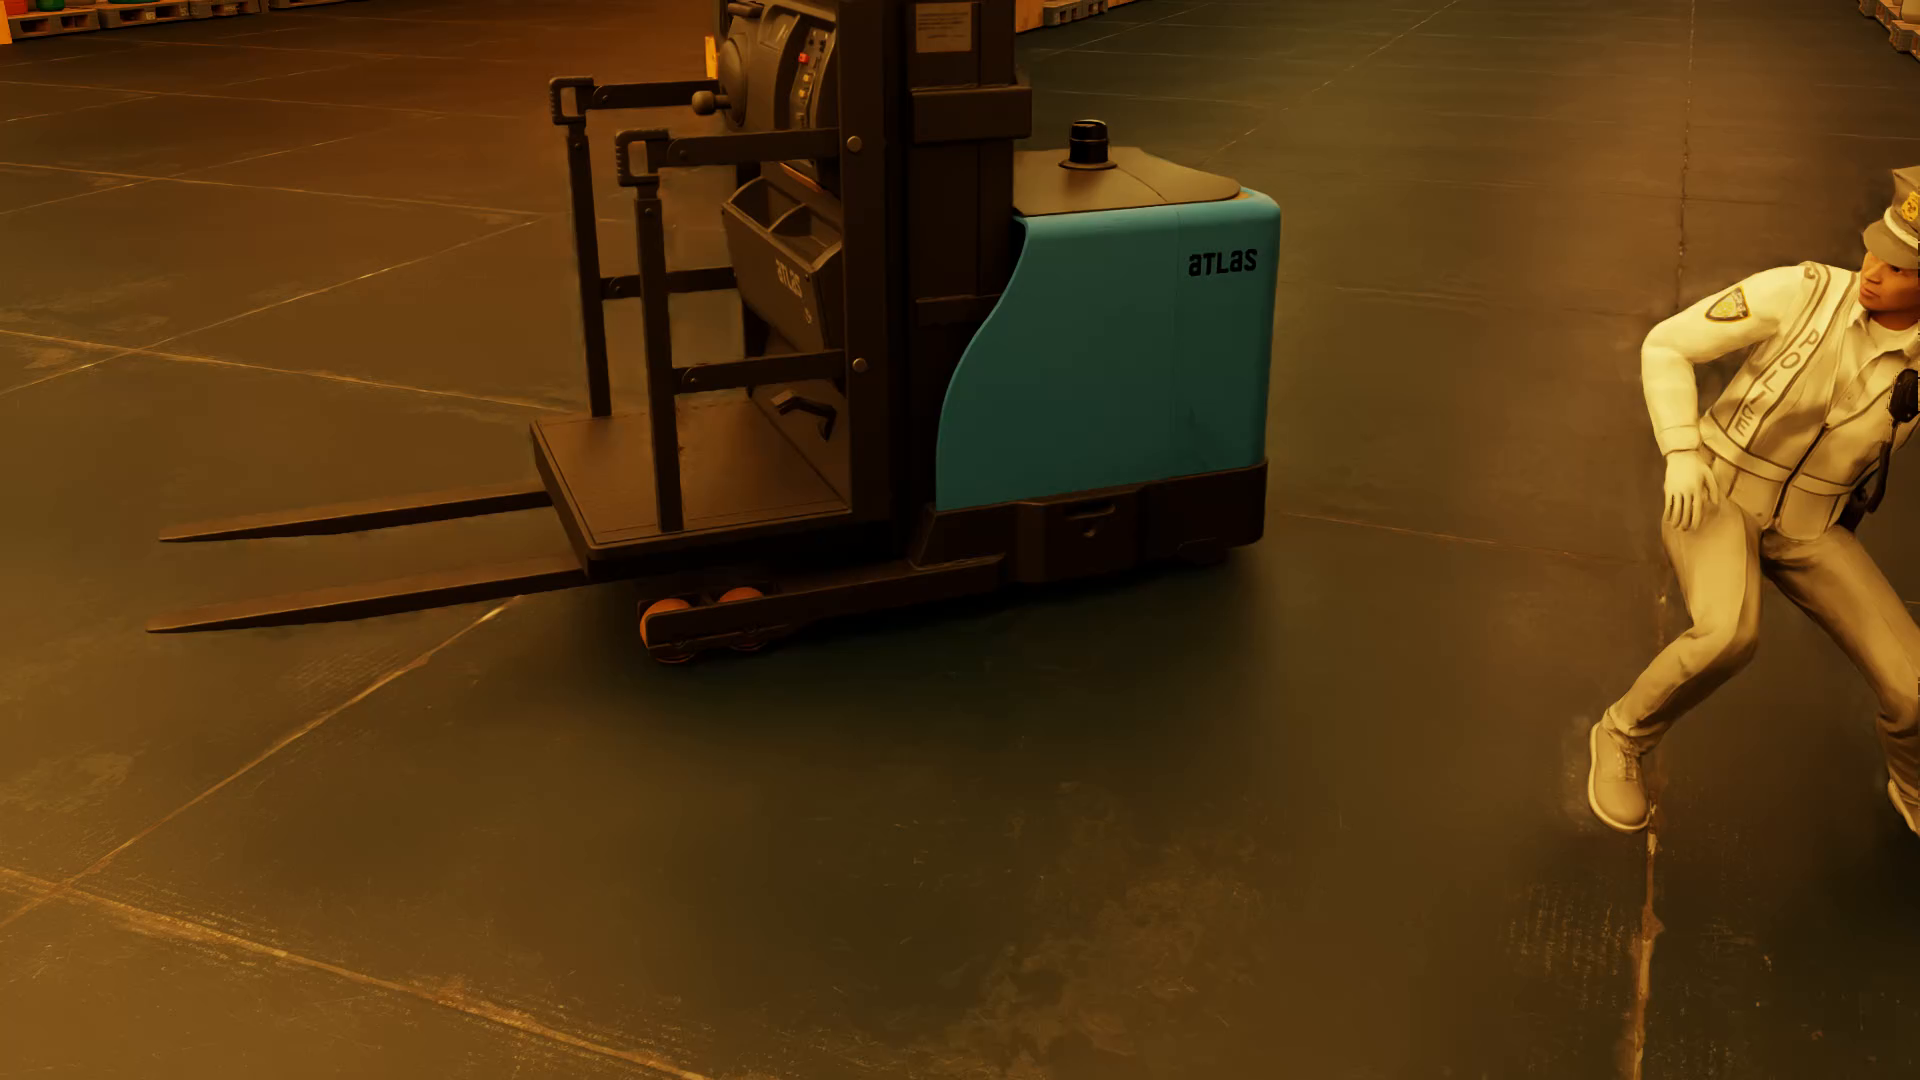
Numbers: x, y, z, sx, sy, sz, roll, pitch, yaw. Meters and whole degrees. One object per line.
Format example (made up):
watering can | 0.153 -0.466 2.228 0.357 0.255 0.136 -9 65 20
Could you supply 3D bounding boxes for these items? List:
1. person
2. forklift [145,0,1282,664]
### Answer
person | 1.751 -0.004 3.324 0.839 1.468 0.653 3 23 7
forklift | -0.667 -1.261 4.309 3.031 2.935 1.130 -9 24 -20
